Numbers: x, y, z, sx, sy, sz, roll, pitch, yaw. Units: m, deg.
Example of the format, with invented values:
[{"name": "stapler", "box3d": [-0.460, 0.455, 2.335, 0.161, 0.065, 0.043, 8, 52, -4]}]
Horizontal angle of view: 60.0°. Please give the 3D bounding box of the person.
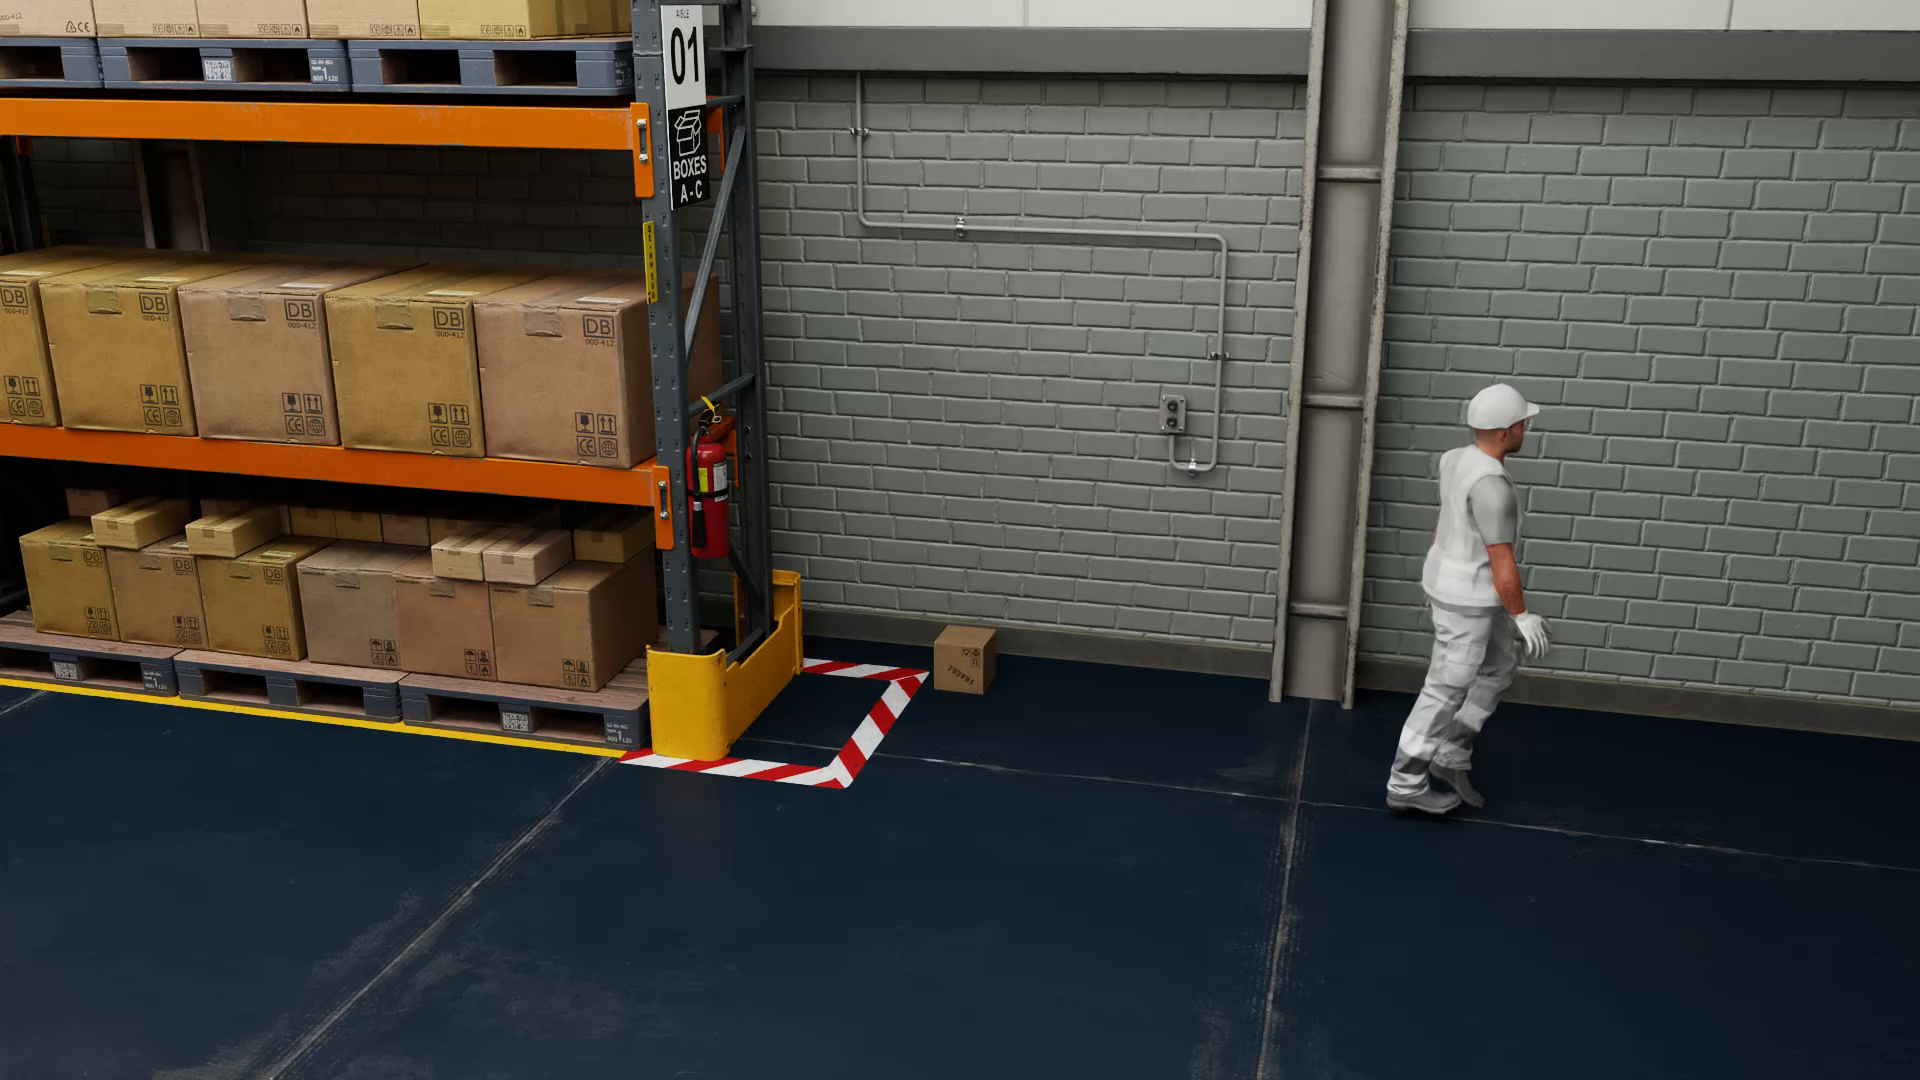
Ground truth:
[{"name": "person", "box3d": [2.032, 0.267, 6.689, 0.545, 1.827, 0.666, 0, 18, 0]}]
